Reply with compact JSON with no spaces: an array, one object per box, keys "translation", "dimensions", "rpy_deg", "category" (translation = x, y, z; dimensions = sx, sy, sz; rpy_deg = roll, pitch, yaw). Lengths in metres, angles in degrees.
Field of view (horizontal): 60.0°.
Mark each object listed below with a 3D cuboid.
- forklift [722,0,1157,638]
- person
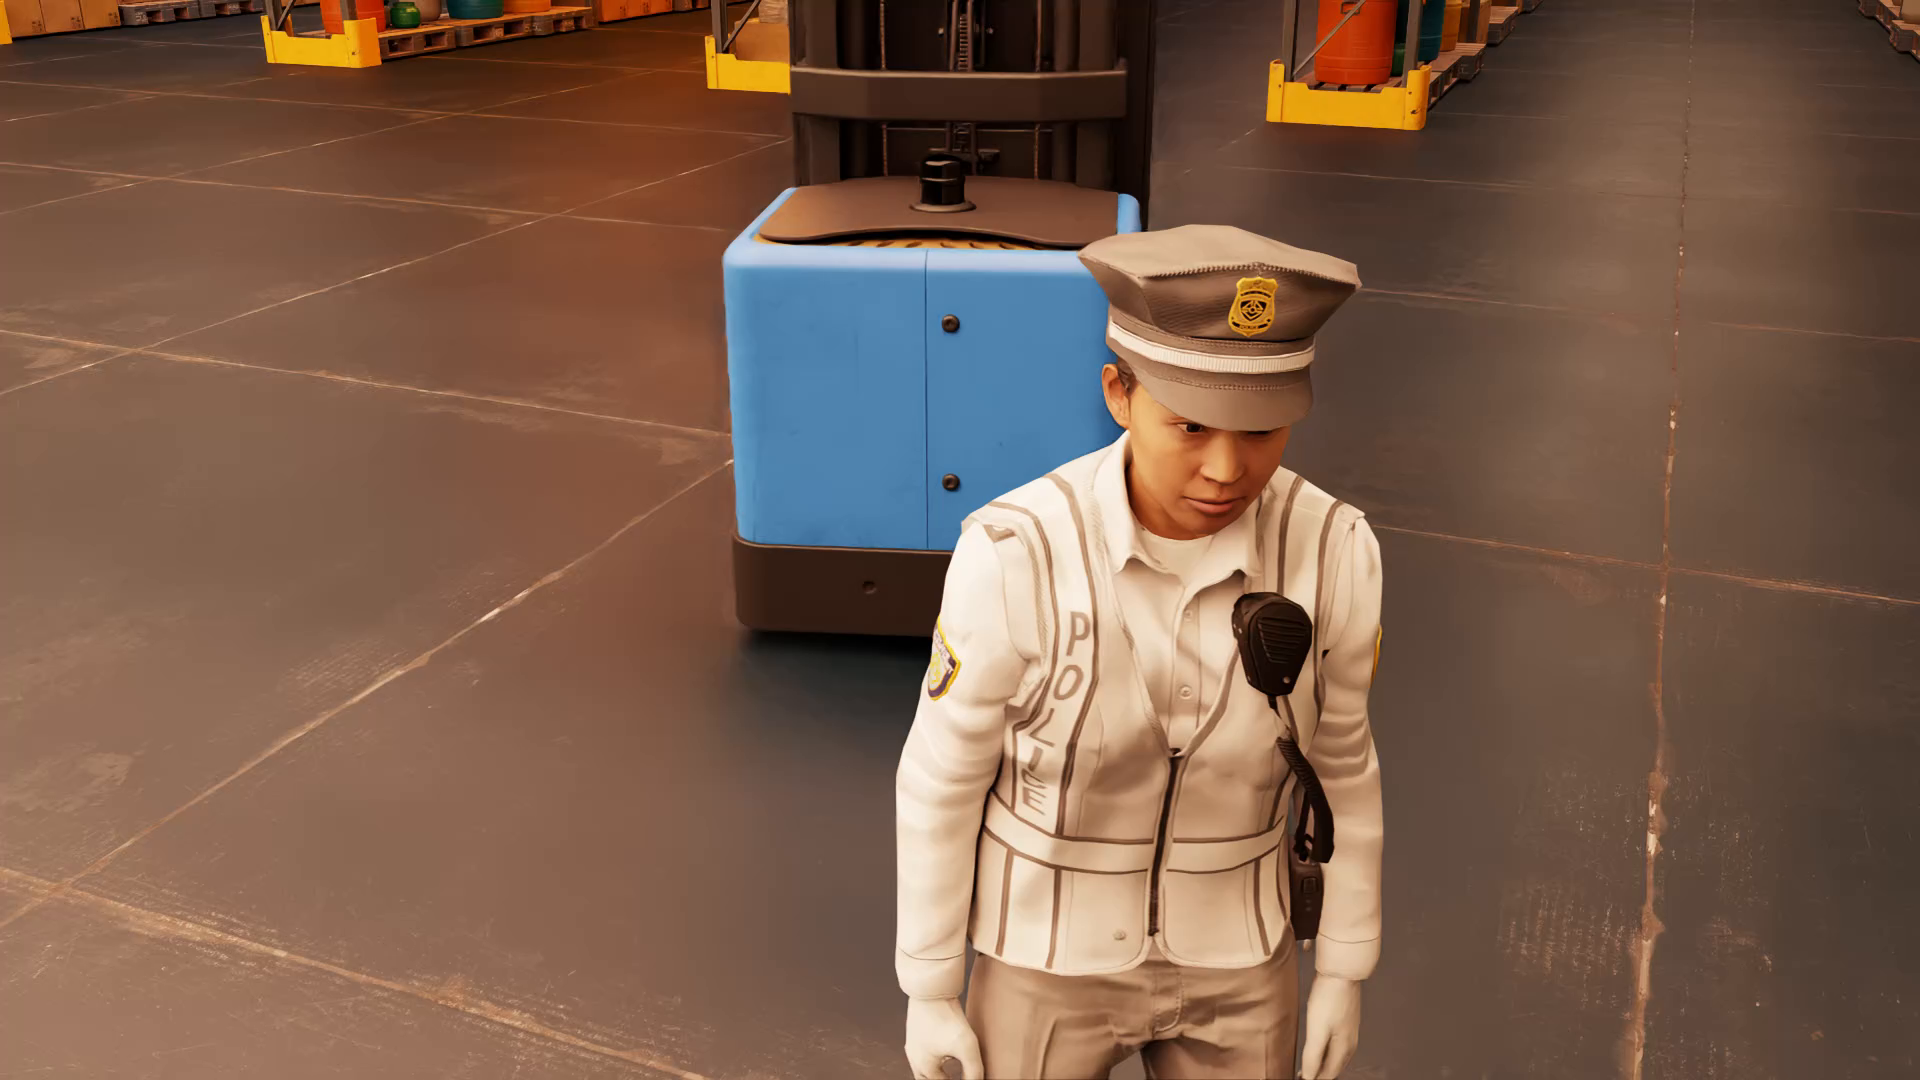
[{"translation":[0.059,-1.615,5.156],"dimensions":[1.130,2.935,3.031],"rpy_deg":[2,23,5],"category":"forklift"},{"translation":[0.195,0.479,1.795],"dimensions":[0.528,1.662,0.376],"rpy_deg":[-2,23,-4],"category":"person"}]
